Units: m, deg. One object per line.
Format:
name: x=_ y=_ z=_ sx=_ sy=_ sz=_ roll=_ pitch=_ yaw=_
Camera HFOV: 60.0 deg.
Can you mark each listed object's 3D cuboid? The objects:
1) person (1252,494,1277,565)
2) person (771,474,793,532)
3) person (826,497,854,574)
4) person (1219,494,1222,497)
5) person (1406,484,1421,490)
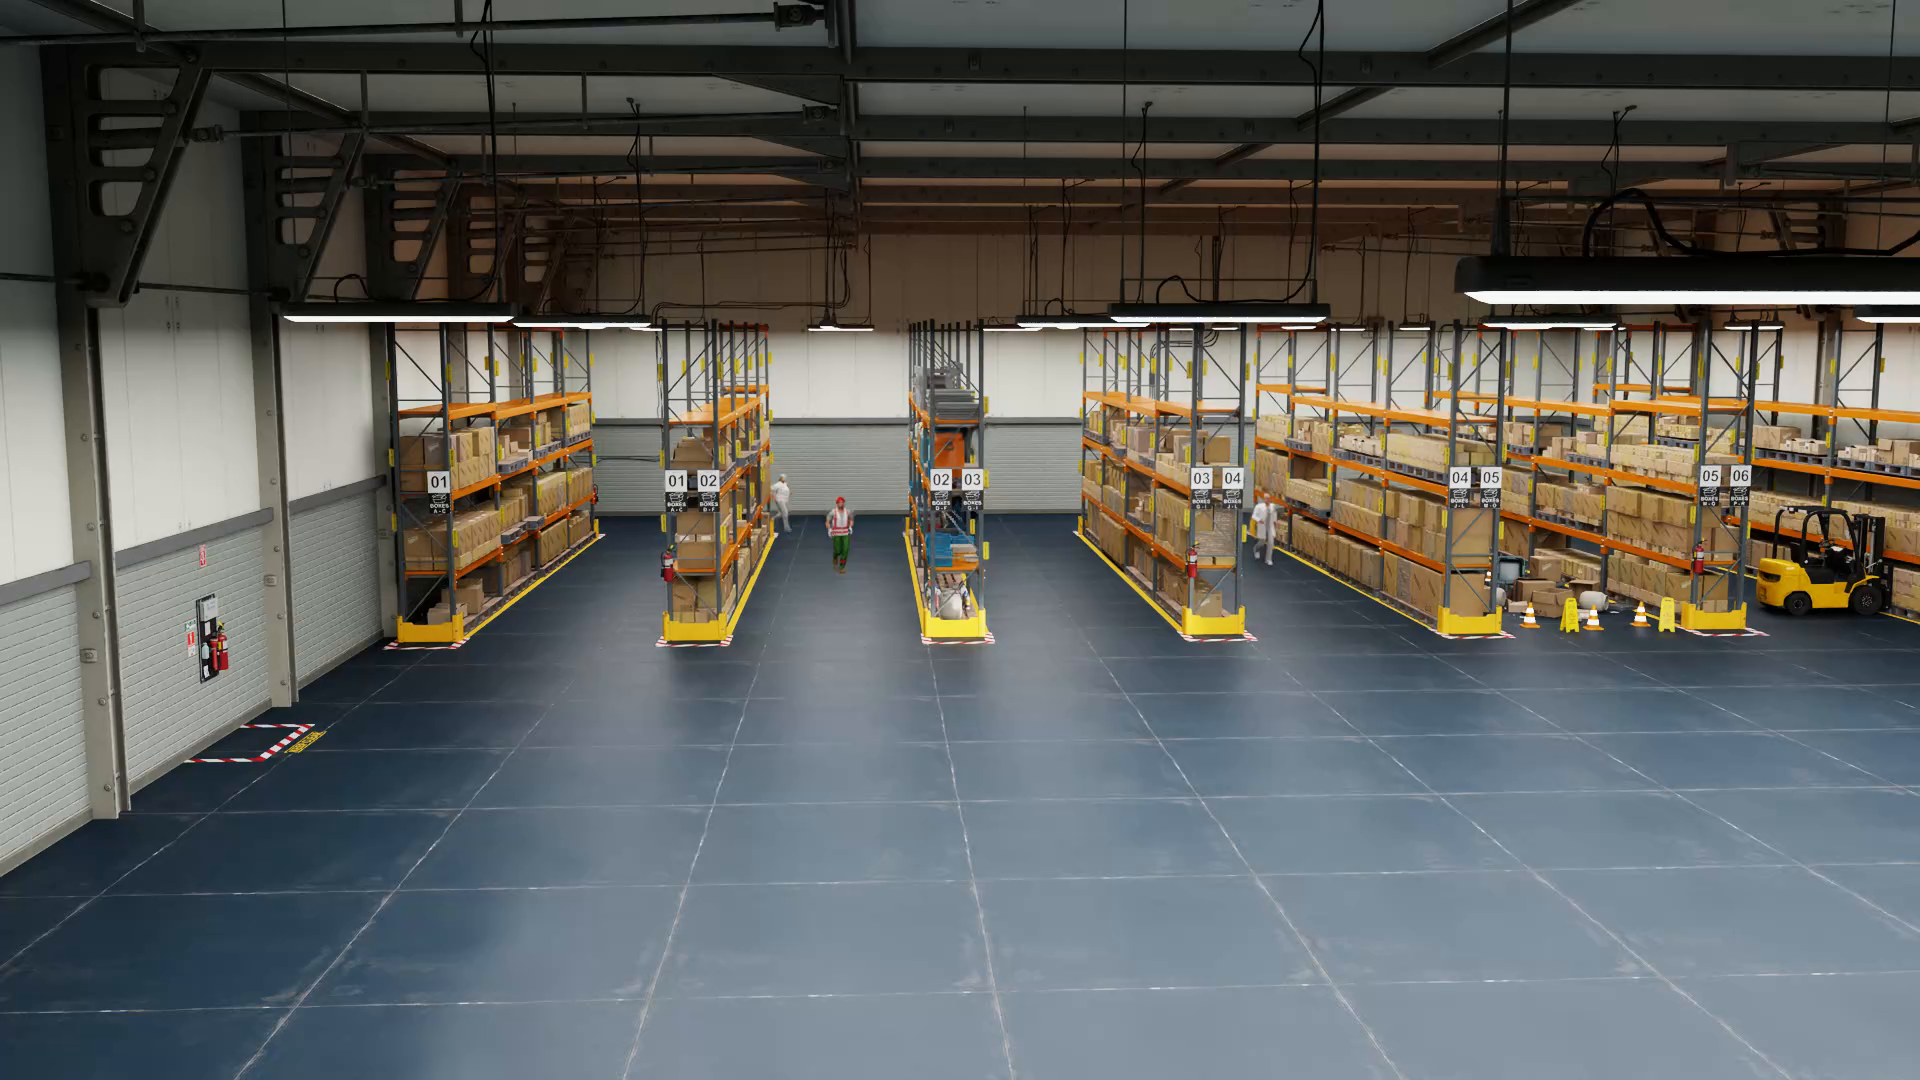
person: x=7.630 y=-0.290 z=41.611 sx=0.695 sy=1.763 sz=0.991 roll=-1 pitch=7 yaw=-10
person: x=-5.211 y=-1.089 z=48.617 sx=0.846 sy=1.693 sz=0.631 roll=3 pitch=8 yaw=25
person: x=-2.727 y=-0.120 z=37.999 sx=0.658 sy=1.747 sz=0.632 roll=-2 pitch=7 yaw=-17
person: x=7.913 y=-1.161 z=48.854 sx=0.731 sy=1.756 sz=0.856 roll=4 pitch=8 yaw=30
person: x=13.441 y=-1.233 z=49.514 sx=0.902 sy=1.708 sz=0.654 roll=1 pitch=7 yaw=7
